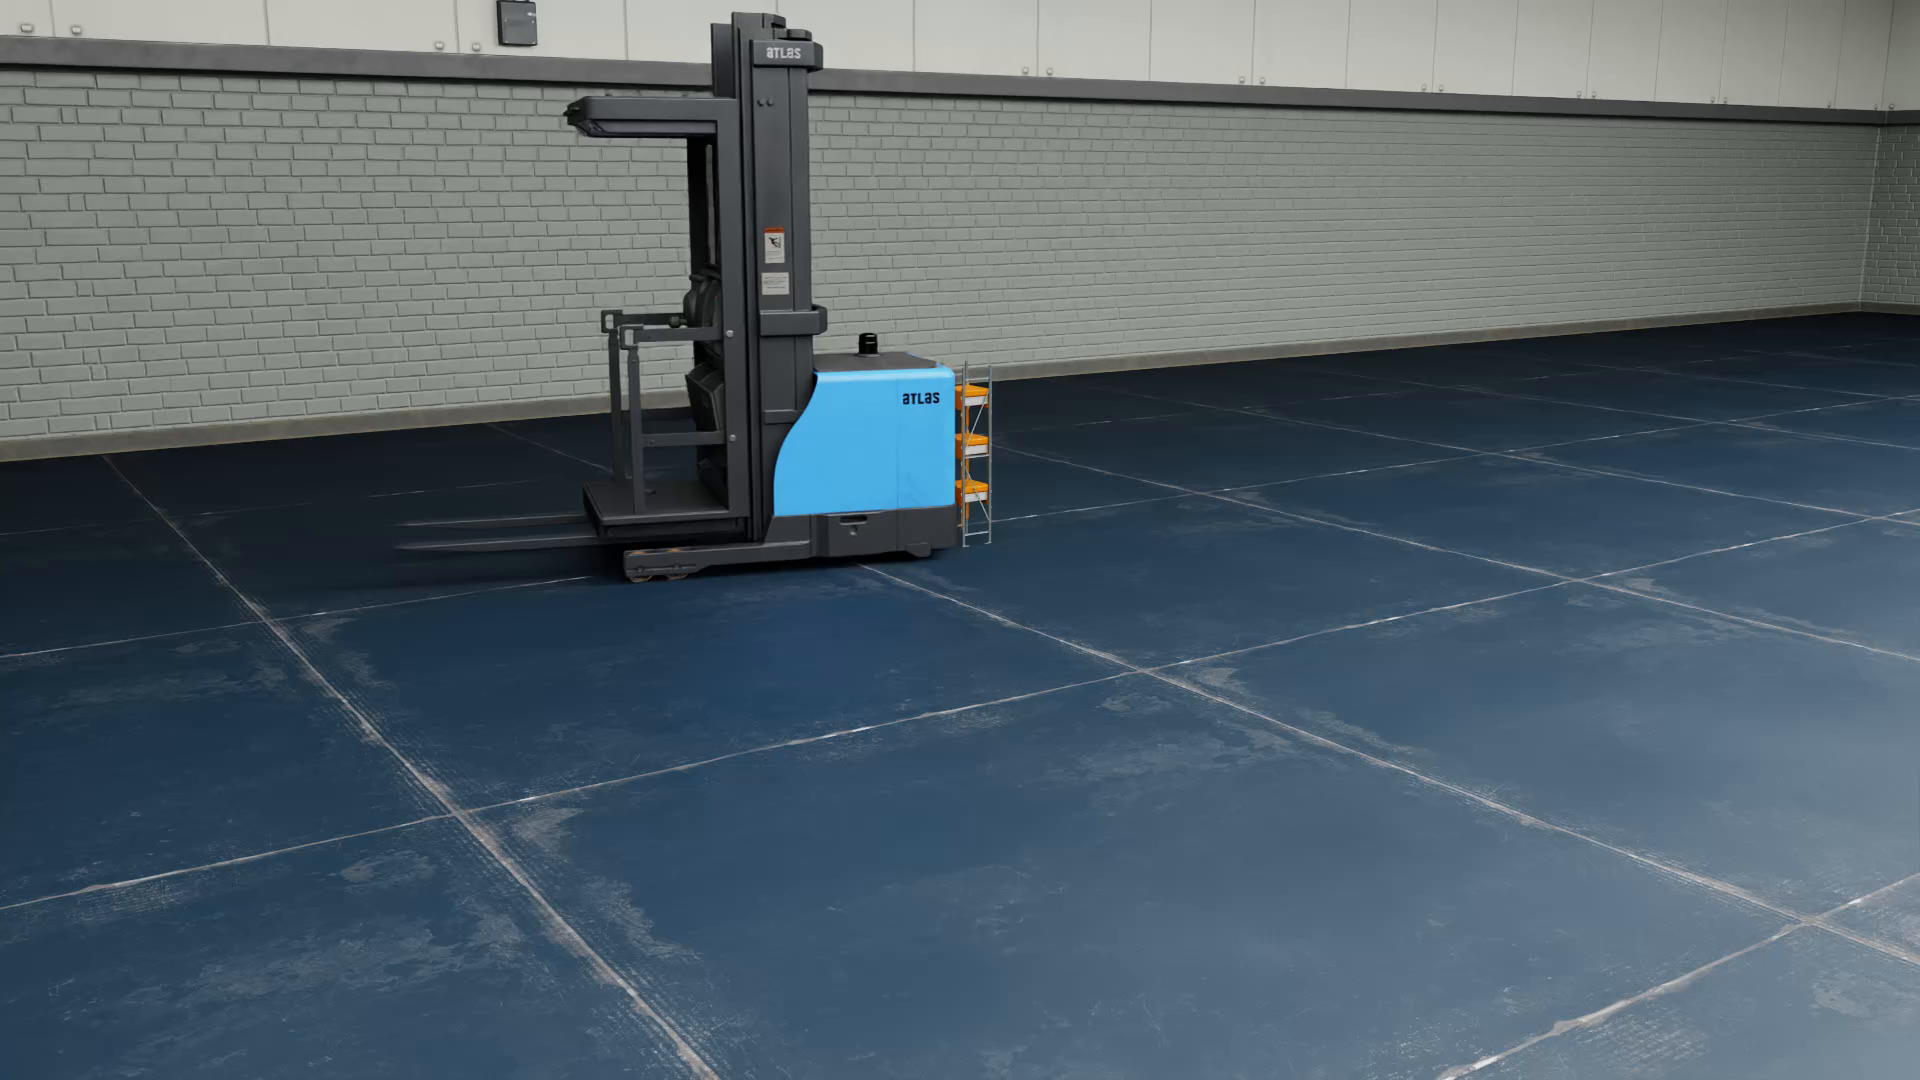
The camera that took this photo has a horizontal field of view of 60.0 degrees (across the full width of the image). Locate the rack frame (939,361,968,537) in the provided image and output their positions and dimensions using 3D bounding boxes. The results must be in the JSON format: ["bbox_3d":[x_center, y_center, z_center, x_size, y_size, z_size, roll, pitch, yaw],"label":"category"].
[{"bbox_3d":[-0.038,-0.525,9.805,0.200,1.050,0.008,-8,15,-33],"label":"rack frame"}]

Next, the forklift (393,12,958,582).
[{"bbox_3d":[-1.589,-1.333,9.096,3.031,2.935,1.130,-4,13,-17],"label":"forklift"}]

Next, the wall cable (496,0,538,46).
[{"bbox_3d":[-2.906,-7.252,13.999,2.305,6.003,0.169,-8,15,-33],"label":"wall cable"}]

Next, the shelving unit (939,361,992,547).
[{"bbox_3d":[0.030,-0.503,9.706,0.215,1.050,0.252,-8,15,-33],"label":"shelving unit"}]

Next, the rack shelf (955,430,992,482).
[{"bbox_3d":[0.030,-0.493,9.708,0.215,0.259,0.240,-8,15,-33],"label":"rack shelf"}]

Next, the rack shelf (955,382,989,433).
[{"bbox_3d":[0.030,-0.770,9.648,0.215,0.259,0.240,-8,15,-33],"label":"rack shelf"}]

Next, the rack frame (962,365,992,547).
[{"bbox_3d":[0.097,-0.482,9.607,0.200,1.050,0.008,-8,15,-33],"label":"rack frame"}]

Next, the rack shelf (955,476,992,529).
[{"bbox_3d":[0.030,-0.222,9.768,0.215,0.259,0.240,-8,15,-33],"label":"rack shelf"}]
